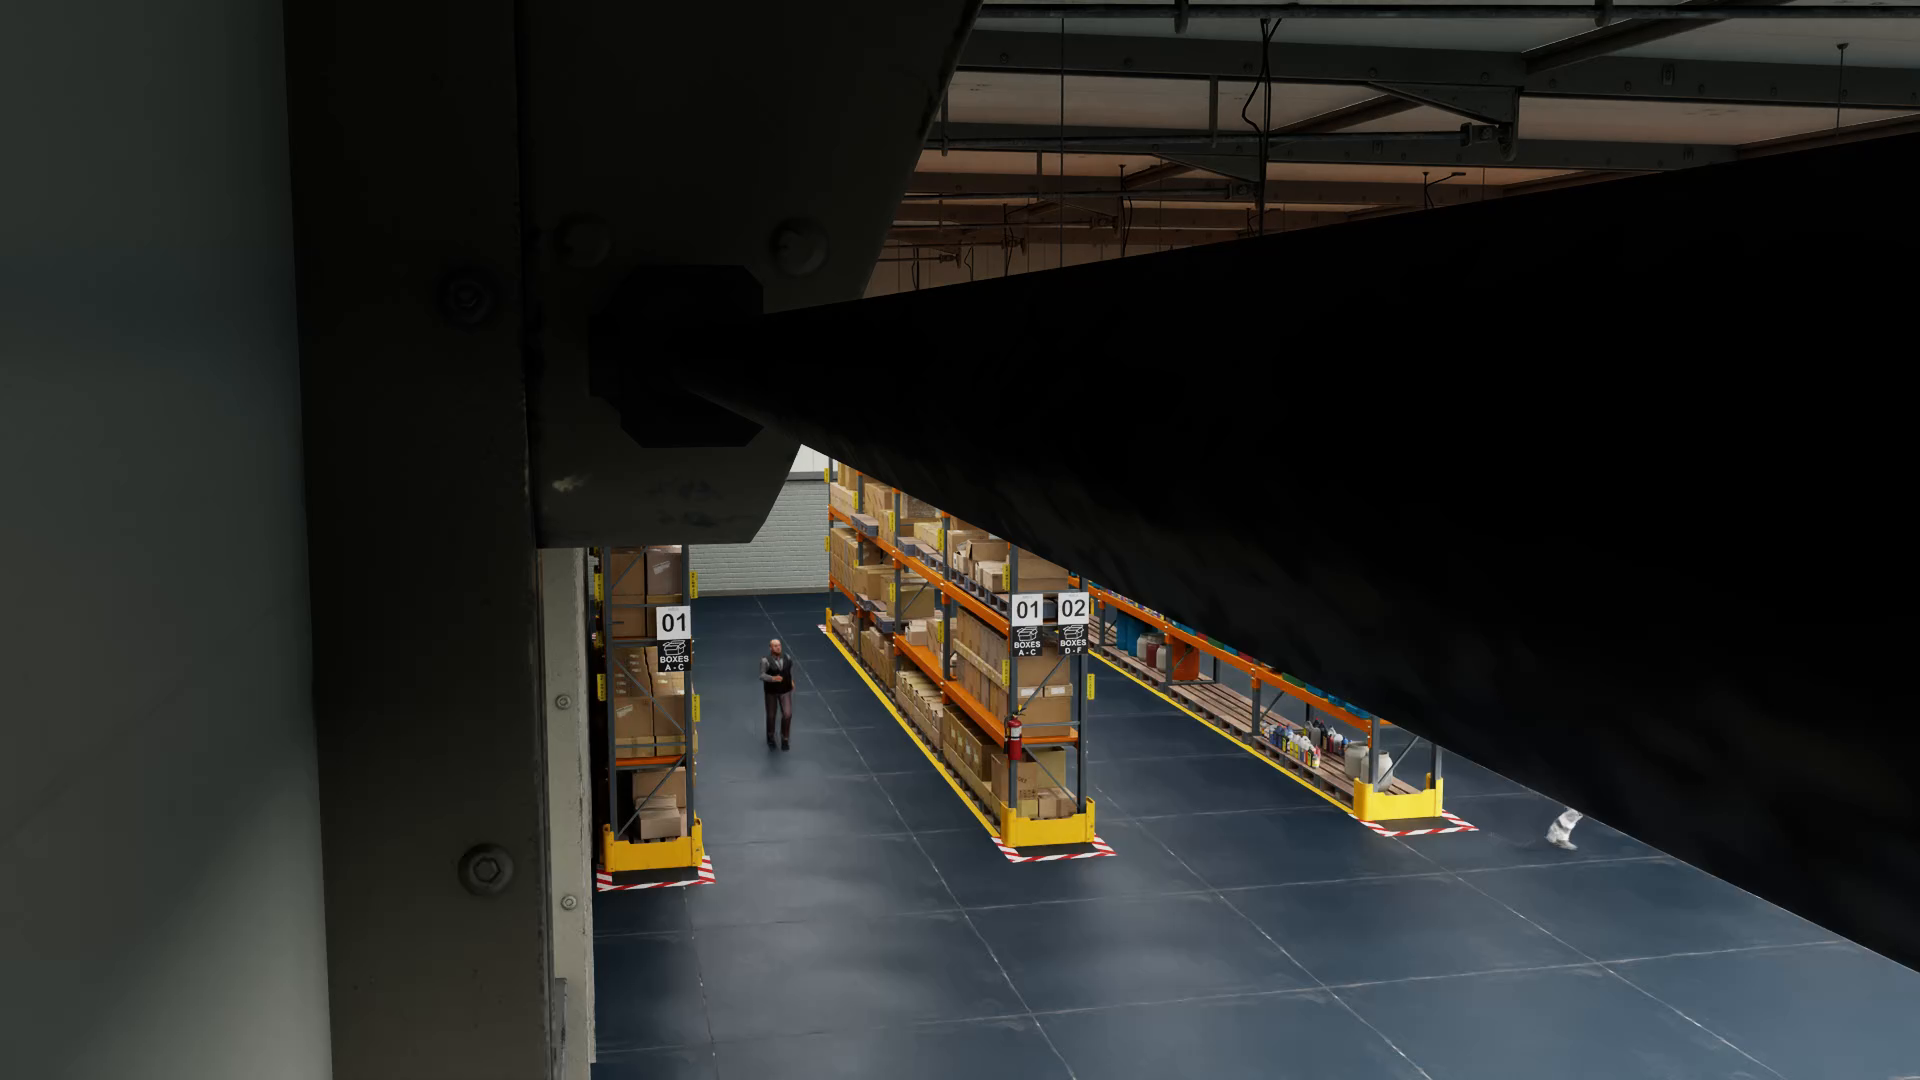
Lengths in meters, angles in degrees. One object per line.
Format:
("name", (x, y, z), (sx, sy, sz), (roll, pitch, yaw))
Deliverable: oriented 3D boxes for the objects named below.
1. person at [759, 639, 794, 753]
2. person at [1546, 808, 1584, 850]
("person", (-2.844, 2.415, 25.884), (0.604, 1.774, 0.832), (-2, 7, -17))
("person", (7.726, 3.012, 20.808), (0.684, 1.762, 0.595), (-6, 9, -43))
